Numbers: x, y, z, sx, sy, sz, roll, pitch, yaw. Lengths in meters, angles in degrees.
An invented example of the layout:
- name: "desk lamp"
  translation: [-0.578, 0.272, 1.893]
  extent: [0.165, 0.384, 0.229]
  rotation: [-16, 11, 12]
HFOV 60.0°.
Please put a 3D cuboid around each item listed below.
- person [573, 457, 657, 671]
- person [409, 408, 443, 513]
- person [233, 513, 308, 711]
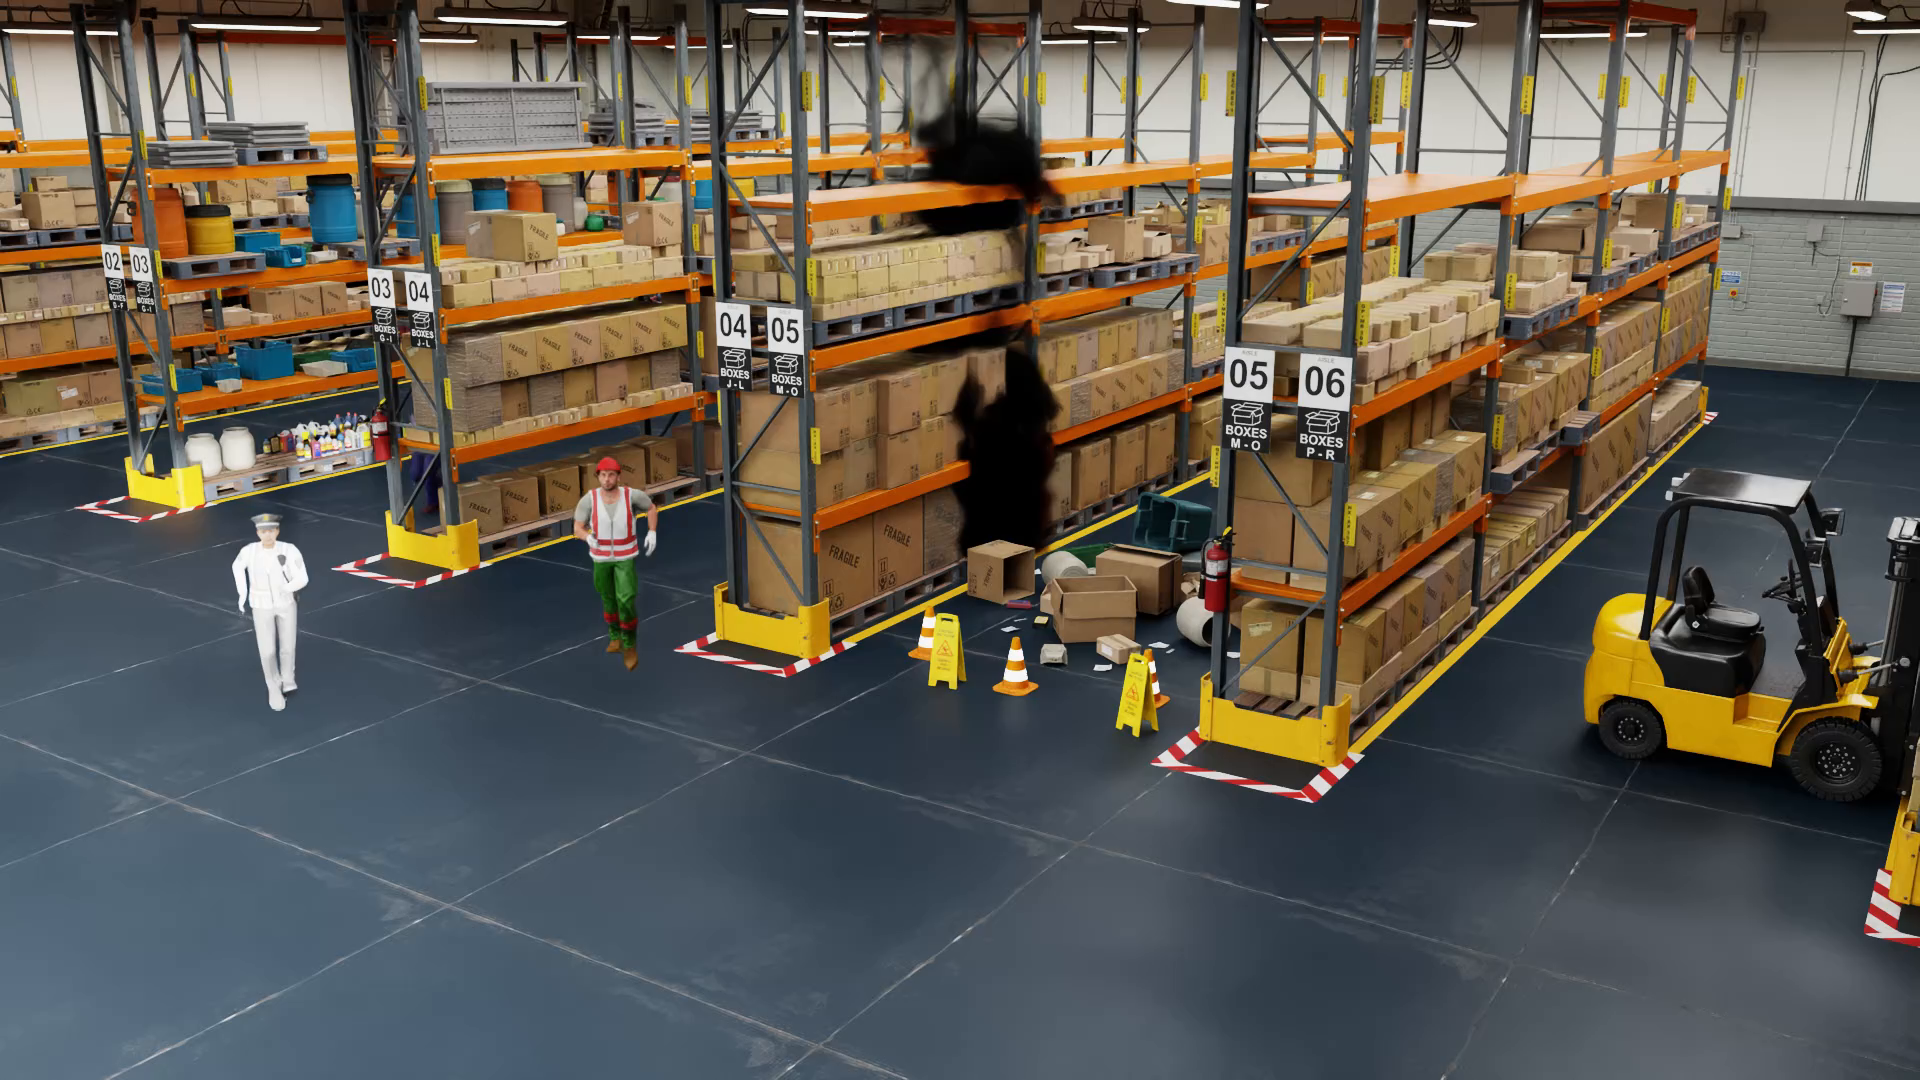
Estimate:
- name: "person"
  translation: [-2.933, 0.200, 14.193]
  extent: [0.690, 1.847, 0.731]
  rotation: [-1, 16, -5]
- name: "person"
  translation: [-6.479, -1.146, 20.383]
  extent: [0.623, 1.588, 0.566]
  rotation: [6, 17, 21]
- name: "person"
  translation: [-5.760, 0.588, 13.978]
  extent: [0.572, 1.714, 0.783]
  rotation: [-7, 17, -22]
